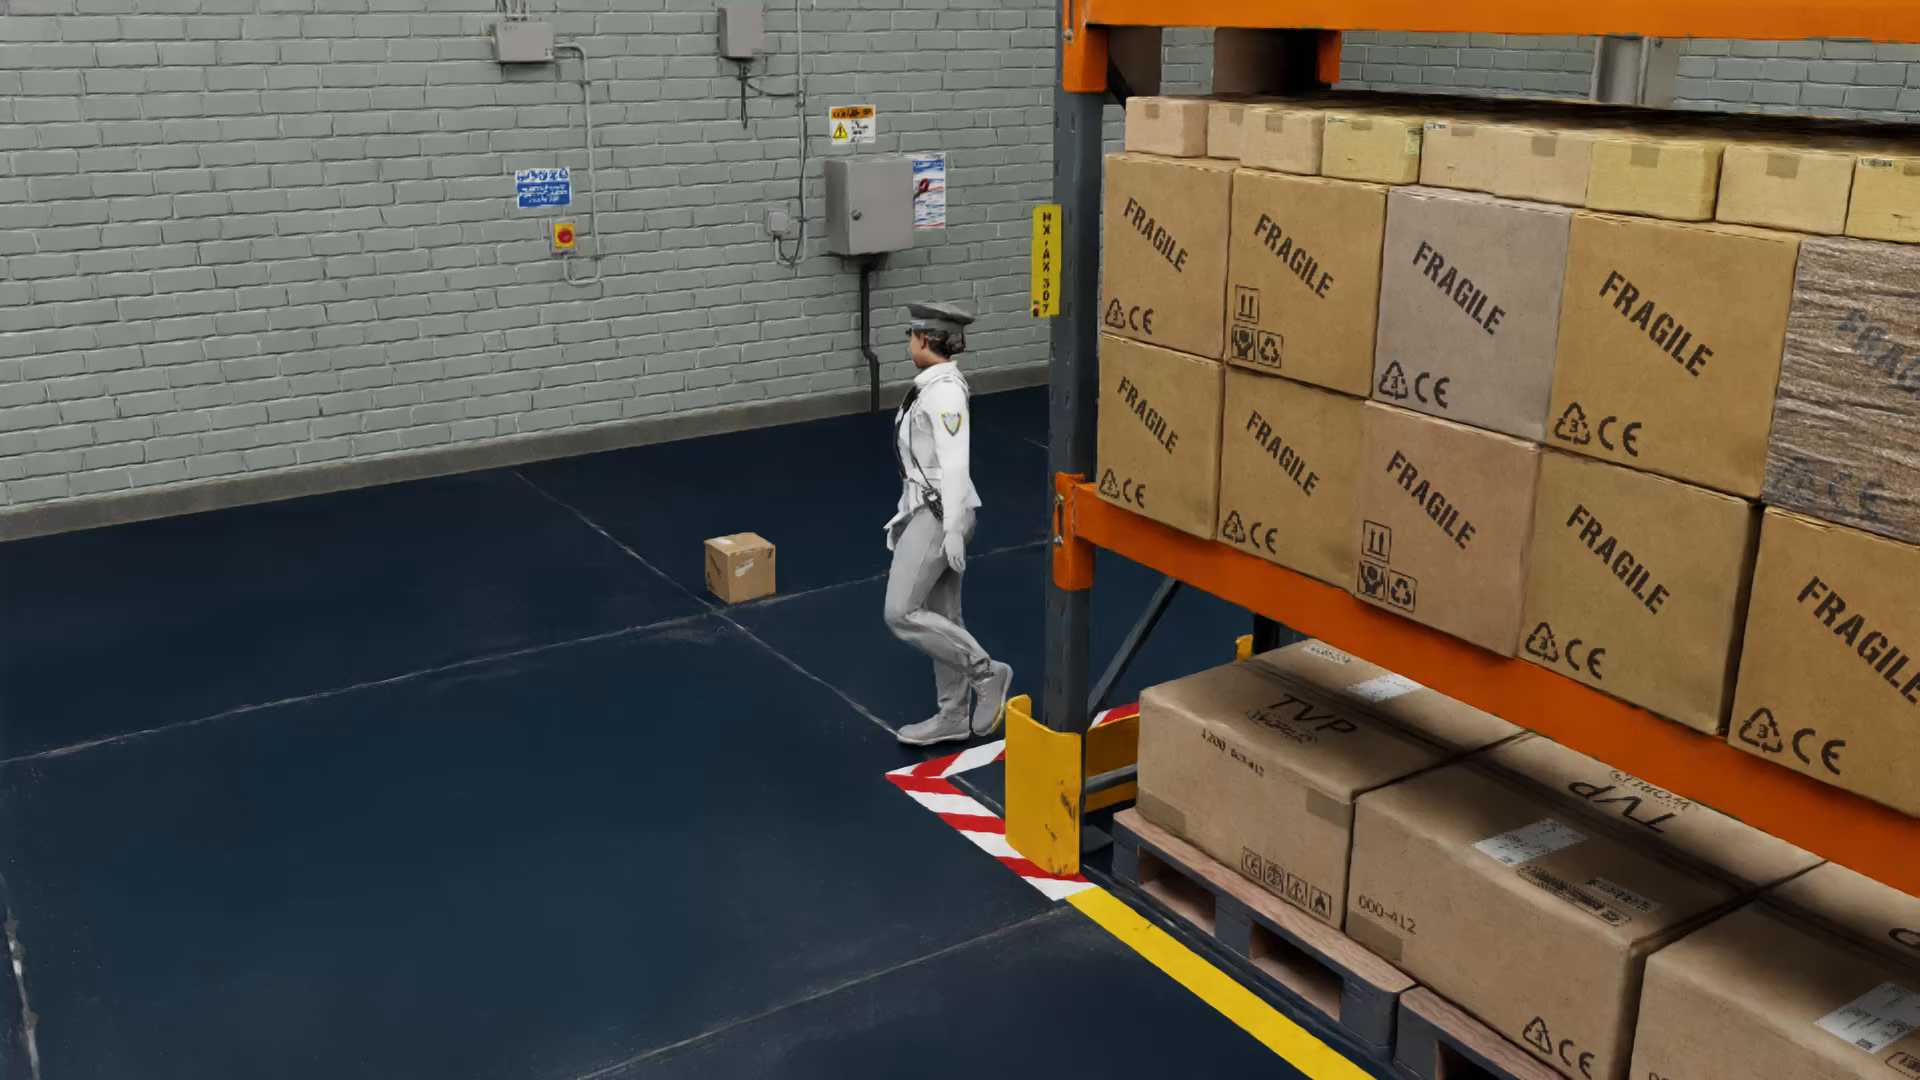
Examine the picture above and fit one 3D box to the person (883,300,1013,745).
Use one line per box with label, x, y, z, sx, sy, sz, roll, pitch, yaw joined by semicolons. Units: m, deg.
person;-0.054;-0.062;6.233;0.473;1.625;0.625;0;18;0
